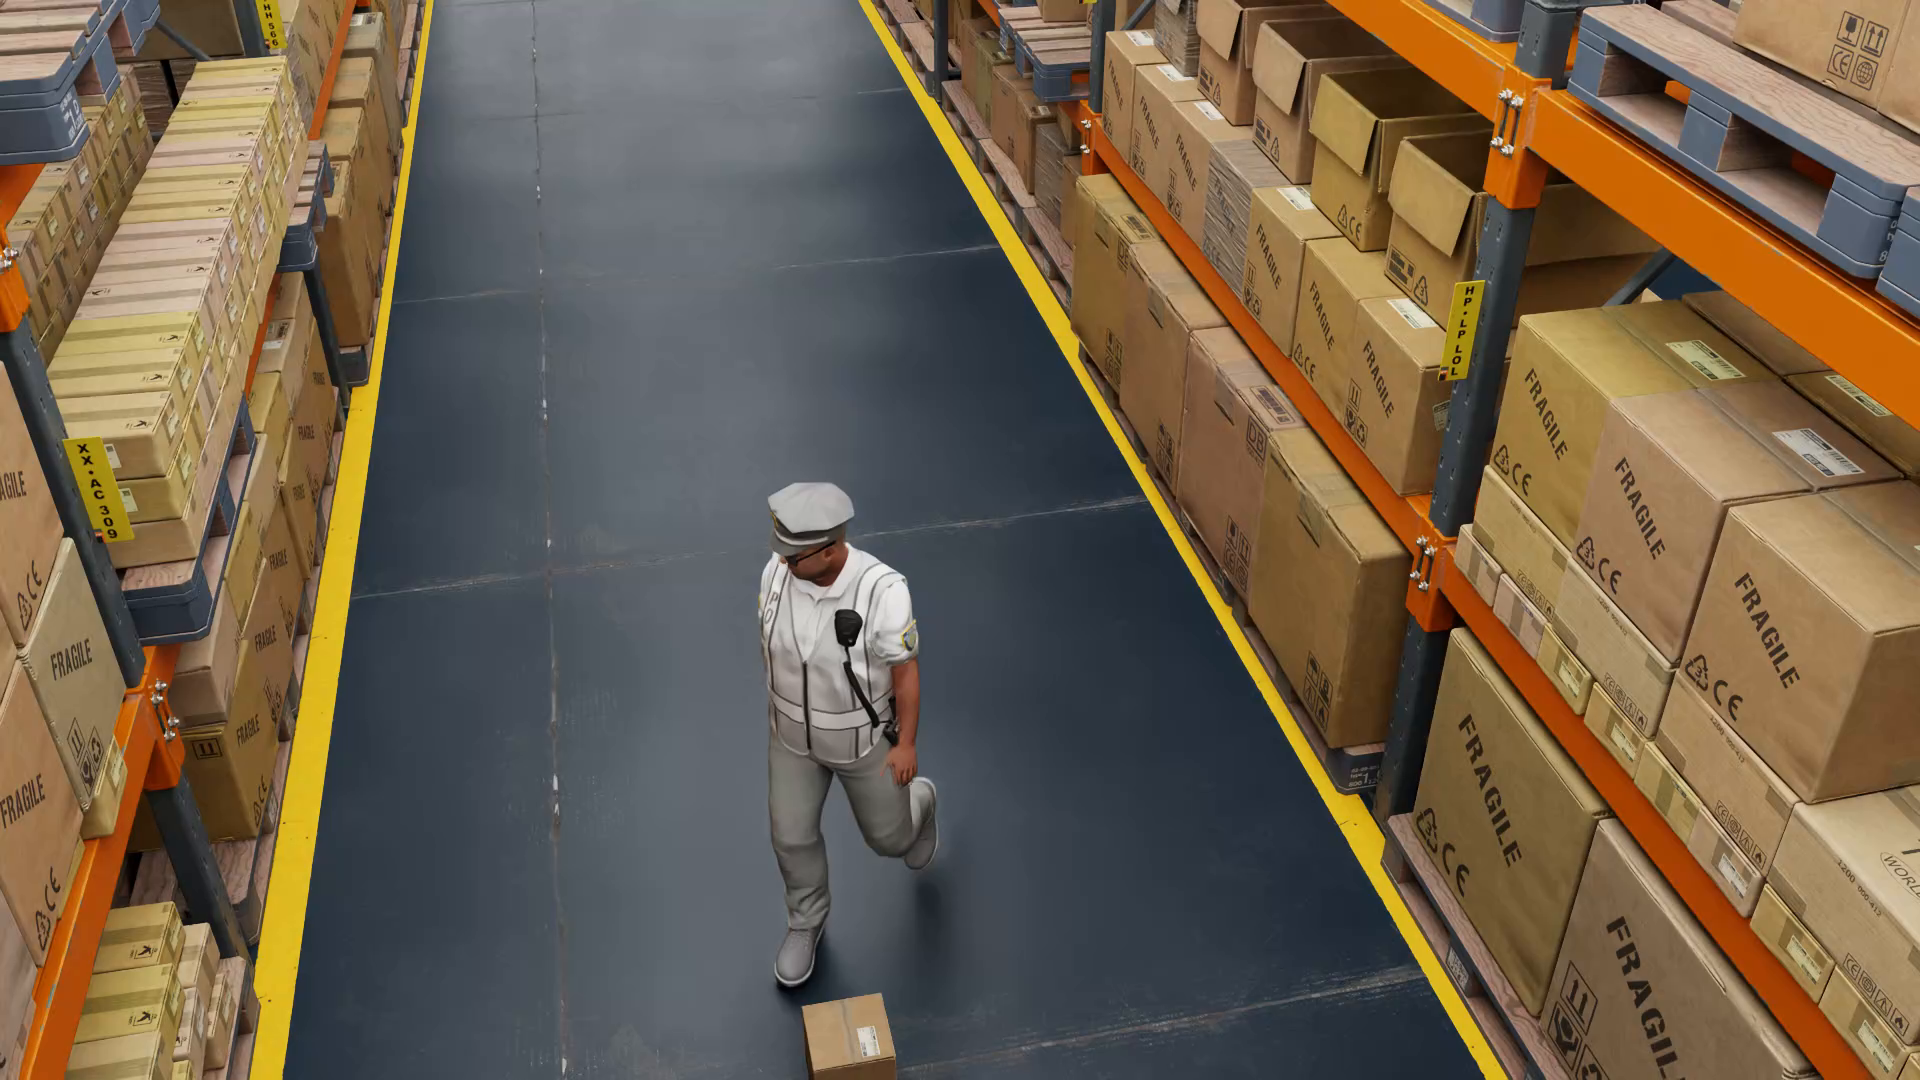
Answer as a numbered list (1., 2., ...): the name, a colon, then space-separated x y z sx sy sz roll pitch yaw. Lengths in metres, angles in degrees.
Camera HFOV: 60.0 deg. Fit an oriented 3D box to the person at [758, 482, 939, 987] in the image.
1. person: -0.380 0.565 5.291 0.554 1.726 0.812 11 36 16
